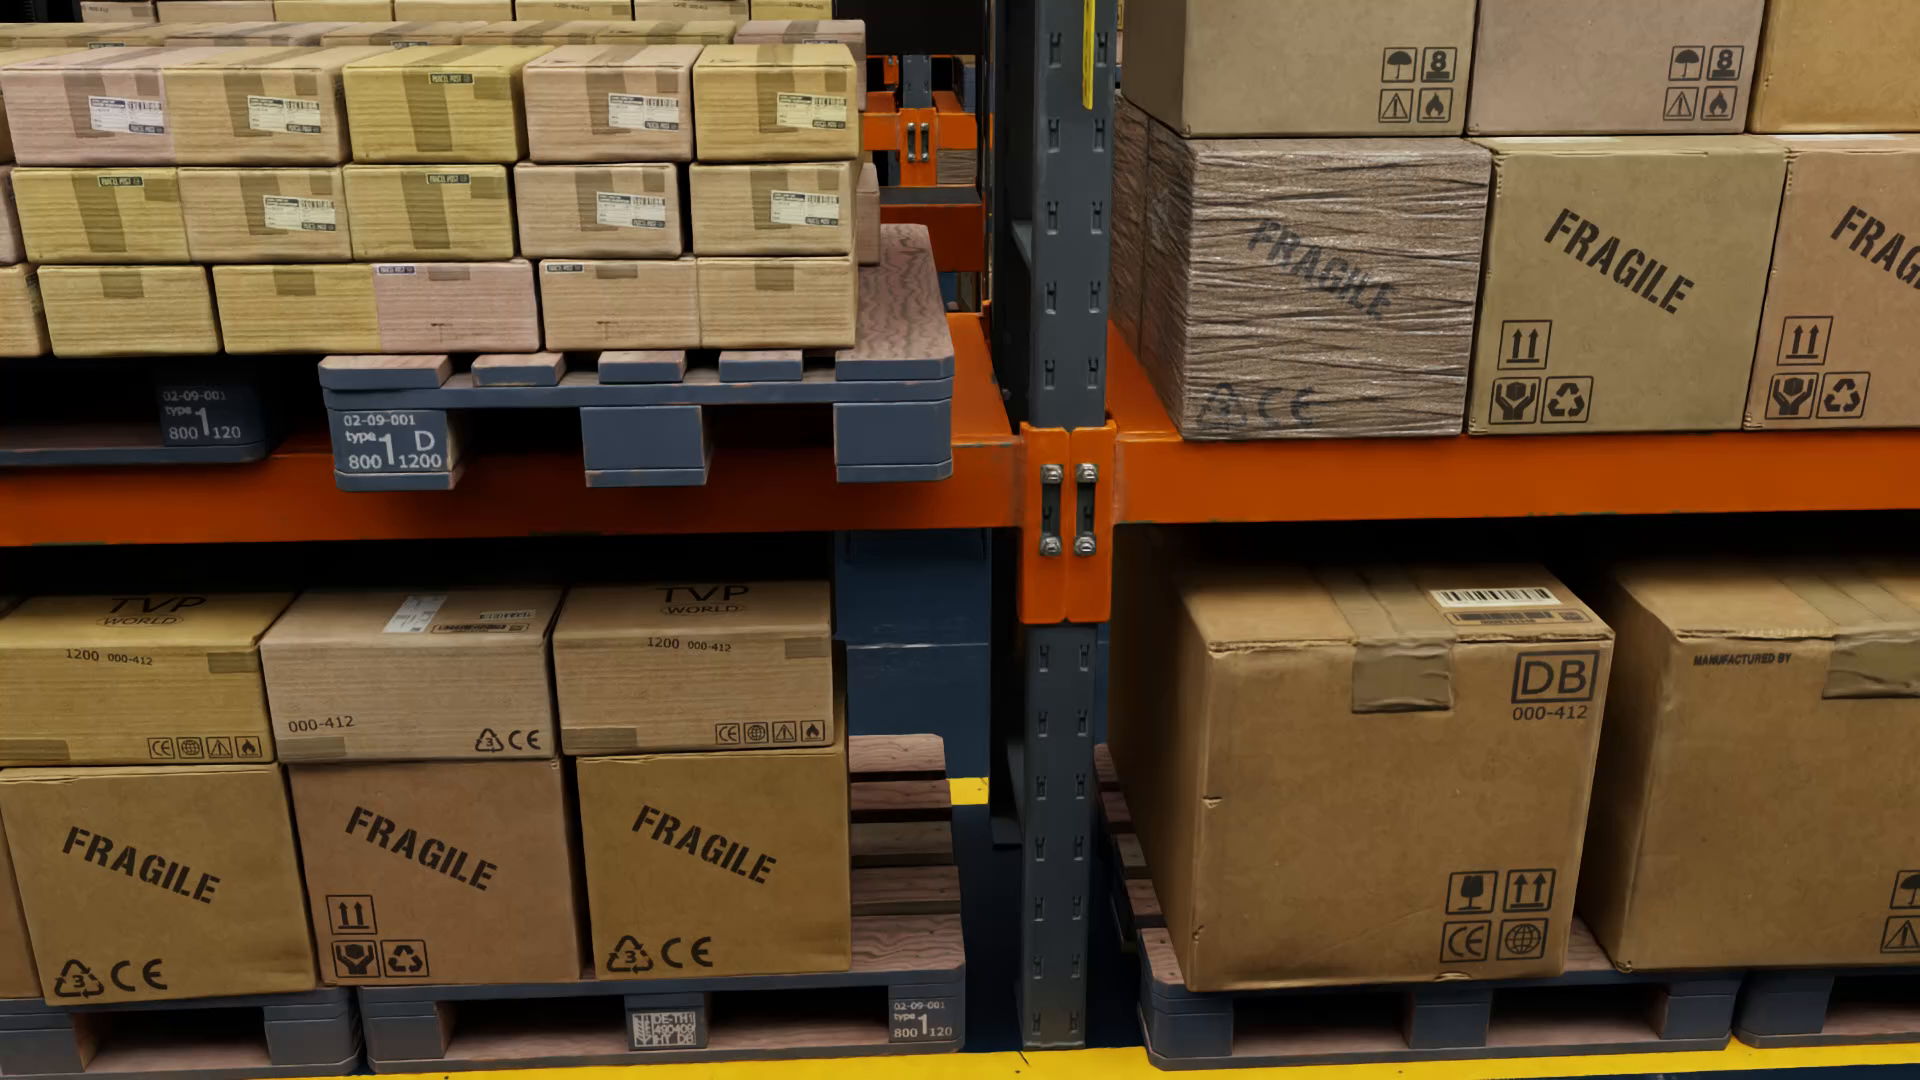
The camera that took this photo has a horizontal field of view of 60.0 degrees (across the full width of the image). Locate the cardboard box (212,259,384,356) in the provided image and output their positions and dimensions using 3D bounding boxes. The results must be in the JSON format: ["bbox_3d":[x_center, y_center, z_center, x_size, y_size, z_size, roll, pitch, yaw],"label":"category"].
[{"bbox_3d":[-1.057,-0.431,2.800,0.250,0.149,0.380,-1,21,-4],"label":"cardboard box"}]

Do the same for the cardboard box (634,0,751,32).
[{"bbox_3d":[-1.201,-2.347,7.577,0.500,0.250,0.500,-2,21,-4],"label":"cardboard box"}]

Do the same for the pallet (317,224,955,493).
[{"bbox_3d":[-0.542,-0.397,3.217,1.003,0.211,1.213,-1,21,-3],"label":"pallet"}]

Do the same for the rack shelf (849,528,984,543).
[{"bbox_3d":[-0.165,-0.311,5.992,0.480,0.518,0.431,-1,21,-3],"label":"rack shelf"}]

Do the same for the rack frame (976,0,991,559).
[{"bbox_3d":[0.078,-0.983,5.752,0.015,2.100,0.400,-1,21,-3],"label":"rack frame"}]

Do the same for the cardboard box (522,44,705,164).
[{"bbox_3d":[-0.551,-0.719,2.719,0.250,0.149,0.380,-1,21,-4],"label":"cardboard box"}]

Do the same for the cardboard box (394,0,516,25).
[{"bbox_3d":[-2.229,-2.319,7.503,0.500,0.250,0.500,-2,21,-5],"label":"cardboard box"}]

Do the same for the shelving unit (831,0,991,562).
[{"bbox_3d":[-0.165,-0.978,5.739,0.503,2.100,0.431,-1,21,-3],"label":"shelving unit"}]

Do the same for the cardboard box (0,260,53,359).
[{"bbox_3d":[-1.584,-0.420,2.772,0.250,0.149,0.380,-1,21,-1],"label":"cardboard box"}]

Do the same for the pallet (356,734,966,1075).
[{"bbox_3d":[-0.617,0.780,3.776,1.213,0.211,1.003,-1,21,-3],"label":"pallet"}]

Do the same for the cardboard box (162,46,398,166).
[{"bbox_3d":[-1.078,-0.706,2.688,0.250,0.149,0.380,-1,21,-1],"label":"cardboard box"}]

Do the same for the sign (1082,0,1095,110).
[{"bbox_3d":[0.204,-0.850,2.623,0.005,0.325,0.100,-1,21,-3],"label":"sign"}]

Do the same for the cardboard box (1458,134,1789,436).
[{"bbox_3d":[1.135,-0.510,3.104,0.500,0.500,0.500,-1,21,-4],"label":"cardboard box"}]

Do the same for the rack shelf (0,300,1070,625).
[{"bbox_3d":[-1.833,-0.162,3.342,4.000,0.370,1.077,-1,21,-3],"label":"rack shelf"}]

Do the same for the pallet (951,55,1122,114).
[{"bbox_3d":[0.485,-2.258,8.105,1.003,0.211,1.213,-1,21,-3],"label":"pallet"}]

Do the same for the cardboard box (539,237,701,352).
[{"bbox_3d":[-0.551,-0.440,2.824,0.250,0.149,0.380,-1,21,-3],"label":"cardboard box"}]

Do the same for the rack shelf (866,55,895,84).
[{"bbox_3d":[-2.504,-3.681,12.586,4.000,0.370,1.077,-1,21,-3],"label":"rack shelf"}]

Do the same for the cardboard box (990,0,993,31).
[{"bbox_3d":[0.243,-2.604,7.596,0.500,0.500,0.500,-2,21,-5],"label":"cardboard box"}]

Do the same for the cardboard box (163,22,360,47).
[{"bbox_3d":[-1.357,-0.934,3.285,0.250,0.149,0.380,0,21,-1],"label":"cardboard box"}]

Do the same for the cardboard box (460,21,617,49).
[{"bbox_3d":[-0.822,-0.945,3.315,0.250,0.149,0.380,-1,21,-3],"label":"cardboard box"}]

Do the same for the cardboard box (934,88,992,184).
[{"bbox_3d":[0.116,-3.153,12.933,0.625,0.625,0.875,-1,21,-1],"label":"cardboard box"}]

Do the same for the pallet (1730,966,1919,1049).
[{"bbox_3d":[2.170,0.751,3.850,1.213,0.211,1.003,-1,21,-3],"label":"pallet"}]

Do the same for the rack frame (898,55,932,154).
[{"bbox_3d":[-0.220,-2.295,7.933,0.127,3.000,1.000,-1,21,-3],"label":"rack frame"}]

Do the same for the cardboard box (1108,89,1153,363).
[{"bbox_3d":[0.598,-0.690,3.577,0.500,0.500,0.500,-1,21,-3],"label":"cardboard box"}]

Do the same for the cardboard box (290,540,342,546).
[{"bbox_3d":[-1.540,0.027,3.704,0.500,0.250,0.500,-1,21,-3],"label":"cardboard box"}]

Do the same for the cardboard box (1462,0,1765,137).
[{"bbox_3d":[1.117,-1.069,3.168,0.500,0.500,0.700,-1,21,-4],"label":"cardboard box"}]

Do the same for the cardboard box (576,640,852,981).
[{"bbox_3d":[-0.479,0.539,3.411,0.500,0.500,0.500,-1,21,-3],"label":"cardboard box"}]

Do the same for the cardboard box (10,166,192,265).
[{"bbox_3d":[-1.331,-0.563,2.730,0.250,0.149,0.380,-1,21,-3],"label":"cardboard box"}]

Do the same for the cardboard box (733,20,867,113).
[{"bbox_3d":[-0.313,-0.955,3.340,0.250,0.149,0.380,-1,21,-3],"label":"cardboard box"}]

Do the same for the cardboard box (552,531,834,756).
[{"bbox_3d":[-0.504,0.190,3.276,0.500,0.250,0.500,-2,21,-4],"label":"cardboard box"}]

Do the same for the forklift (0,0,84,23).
[{"bbox_3d":[-3.615,-1.250,5.284,3.031,2.935,1.130,-2,21,-5],"label":"forklift"}]

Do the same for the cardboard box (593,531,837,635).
[{"bbox_3d":[-0.539,0.011,3.746,0.500,0.250,0.500,-2,21,-6],"label":"cardboard box"}]

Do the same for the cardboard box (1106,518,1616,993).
[{"bbox_3d":[0.777,0.336,3.594,0.750,0.750,1.050,-1,21,-4],"label":"cardboard box"}]

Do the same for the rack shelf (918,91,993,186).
[{"bbox_3d":[1.777,-2.000,8.168,4.000,0.370,1.077,-1,21,-3],"label":"rack shelf"}]

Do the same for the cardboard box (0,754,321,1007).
[{"bbox_3d":[-1.524,0.565,3.344,0.500,0.500,0.500,-2,21,-5],"label":"cardboard box"}]

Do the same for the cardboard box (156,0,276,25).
[{"bbox_3d":[-3.239,-2.307,7.472,0.500,0.250,0.500,-1,21,-2],"label":"cardboard box"}]

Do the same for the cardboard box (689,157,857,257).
[{"bbox_3d":[-0.304,-0.585,2.786,0.250,0.149,0.380,-1,21,-2],"label":"cardboard box"}]

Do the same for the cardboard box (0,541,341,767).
[{"bbox_3d":[-1.516,0.209,3.226,0.500,0.250,0.500,-1,21,-2],"label":"cardboard box"}]

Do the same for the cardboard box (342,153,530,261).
[{"bbox_3d":[-0.833,-0.573,2.754,0.250,0.149,0.380,-1,21,-2],"label":"cardboard box"}]

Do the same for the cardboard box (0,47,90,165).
[{"bbox_3d":[-1.591,-0.697,2.664,0.250,0.149,0.380,0,21,0],"label":"cardboard box"}]

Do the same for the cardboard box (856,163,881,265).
[{"bbox_3d":[-0.295,-0.680,3.455,0.250,0.149,0.380,-1,21,-4],"label":"cardboard box"}]

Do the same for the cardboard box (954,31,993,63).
[{"bbox_3d":[0.115,-2.315,7.747,0.250,0.149,0.380,-2,21,-6],"label":"cardboard box"}]

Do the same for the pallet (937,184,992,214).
[{"bbox_3d":[0.317,-2.758,13.068,1.213,0.211,1.003,-1,21,-3],"label":"pallet"}]

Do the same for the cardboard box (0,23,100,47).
[{"bbox_3d":[-1.870,-0.924,3.259,0.250,0.149,0.380,-1,21,-4],"label":"cardboard box"}]

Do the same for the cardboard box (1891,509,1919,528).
[{"bbox_3d":[2.579,0.298,3.694,0.750,0.750,1.050,-1,21,-3],"label":"cardboard box"}]
